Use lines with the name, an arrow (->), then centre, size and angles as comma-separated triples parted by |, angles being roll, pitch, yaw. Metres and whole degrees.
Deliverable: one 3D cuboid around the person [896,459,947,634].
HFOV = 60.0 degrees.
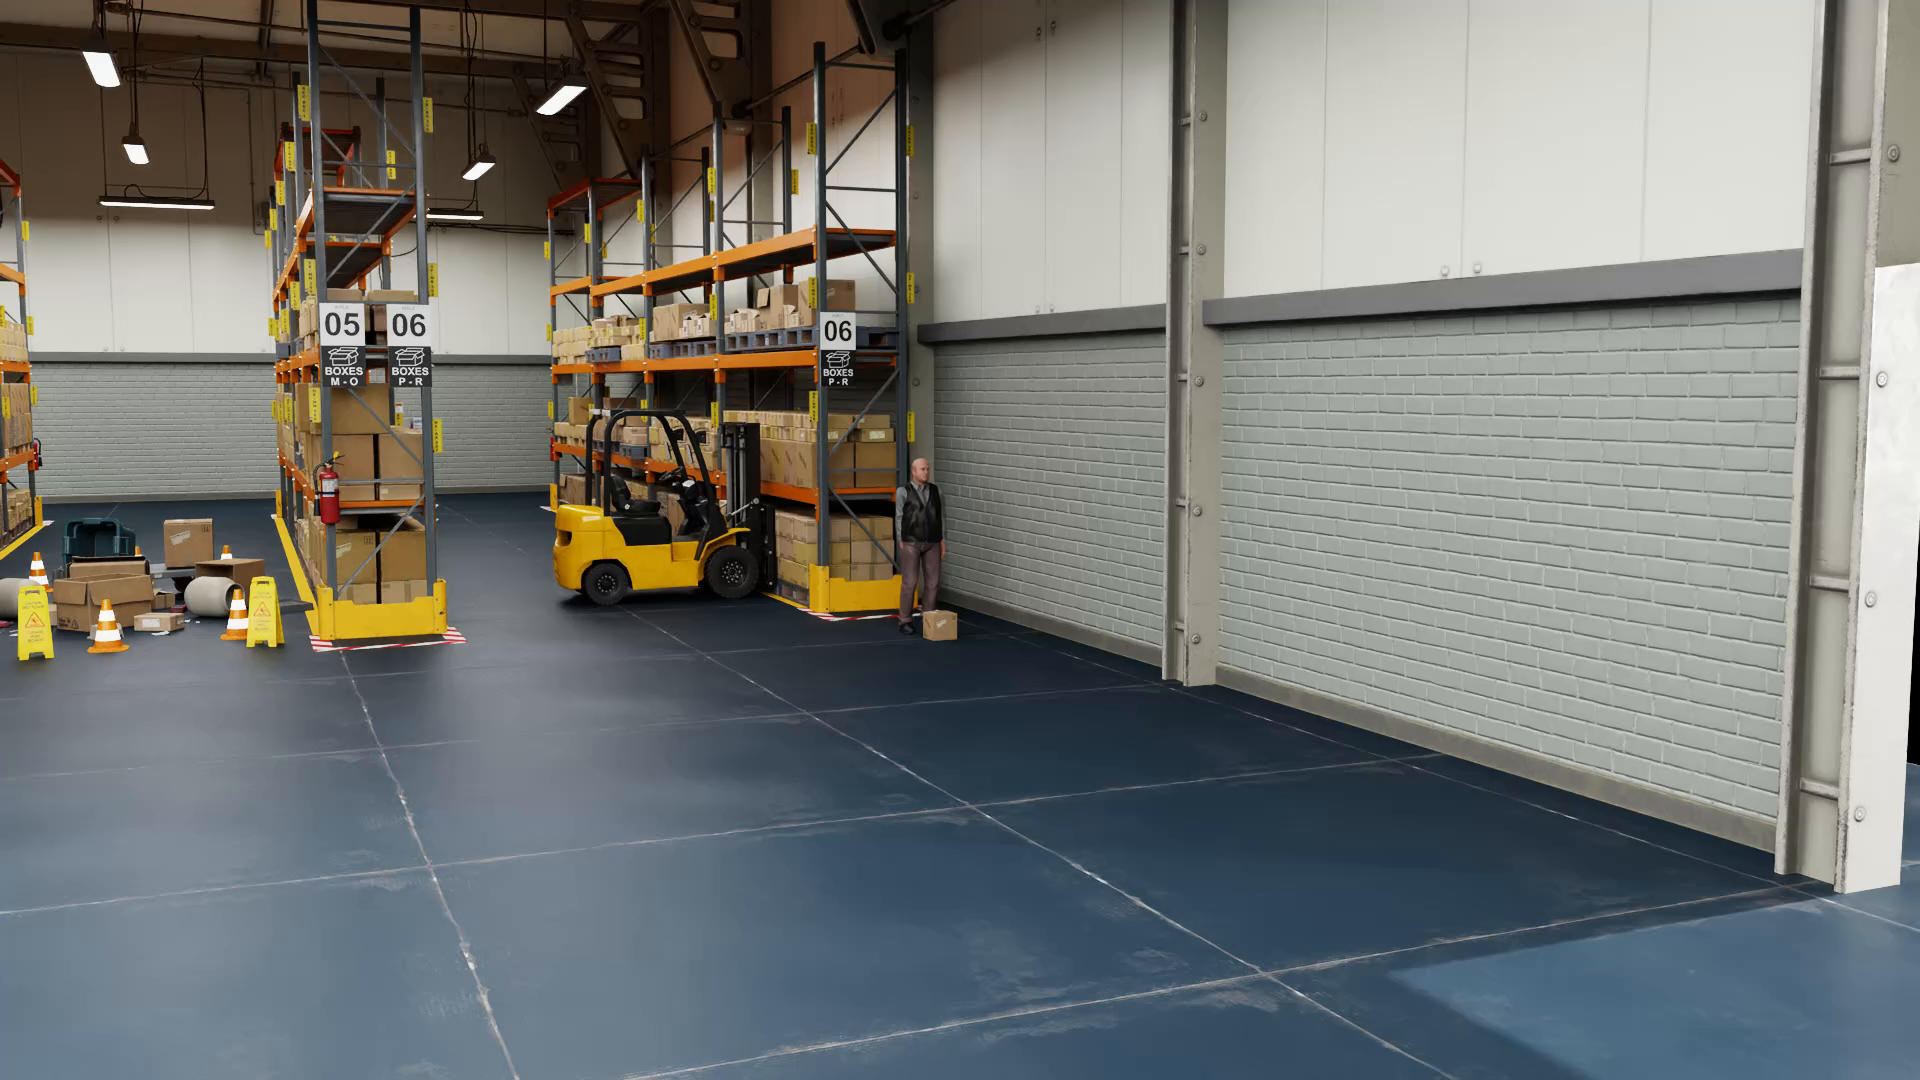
person -> -0.371, 0.112, 16.381 | 0.534, 1.598, 0.355 | -2, 6, -23
